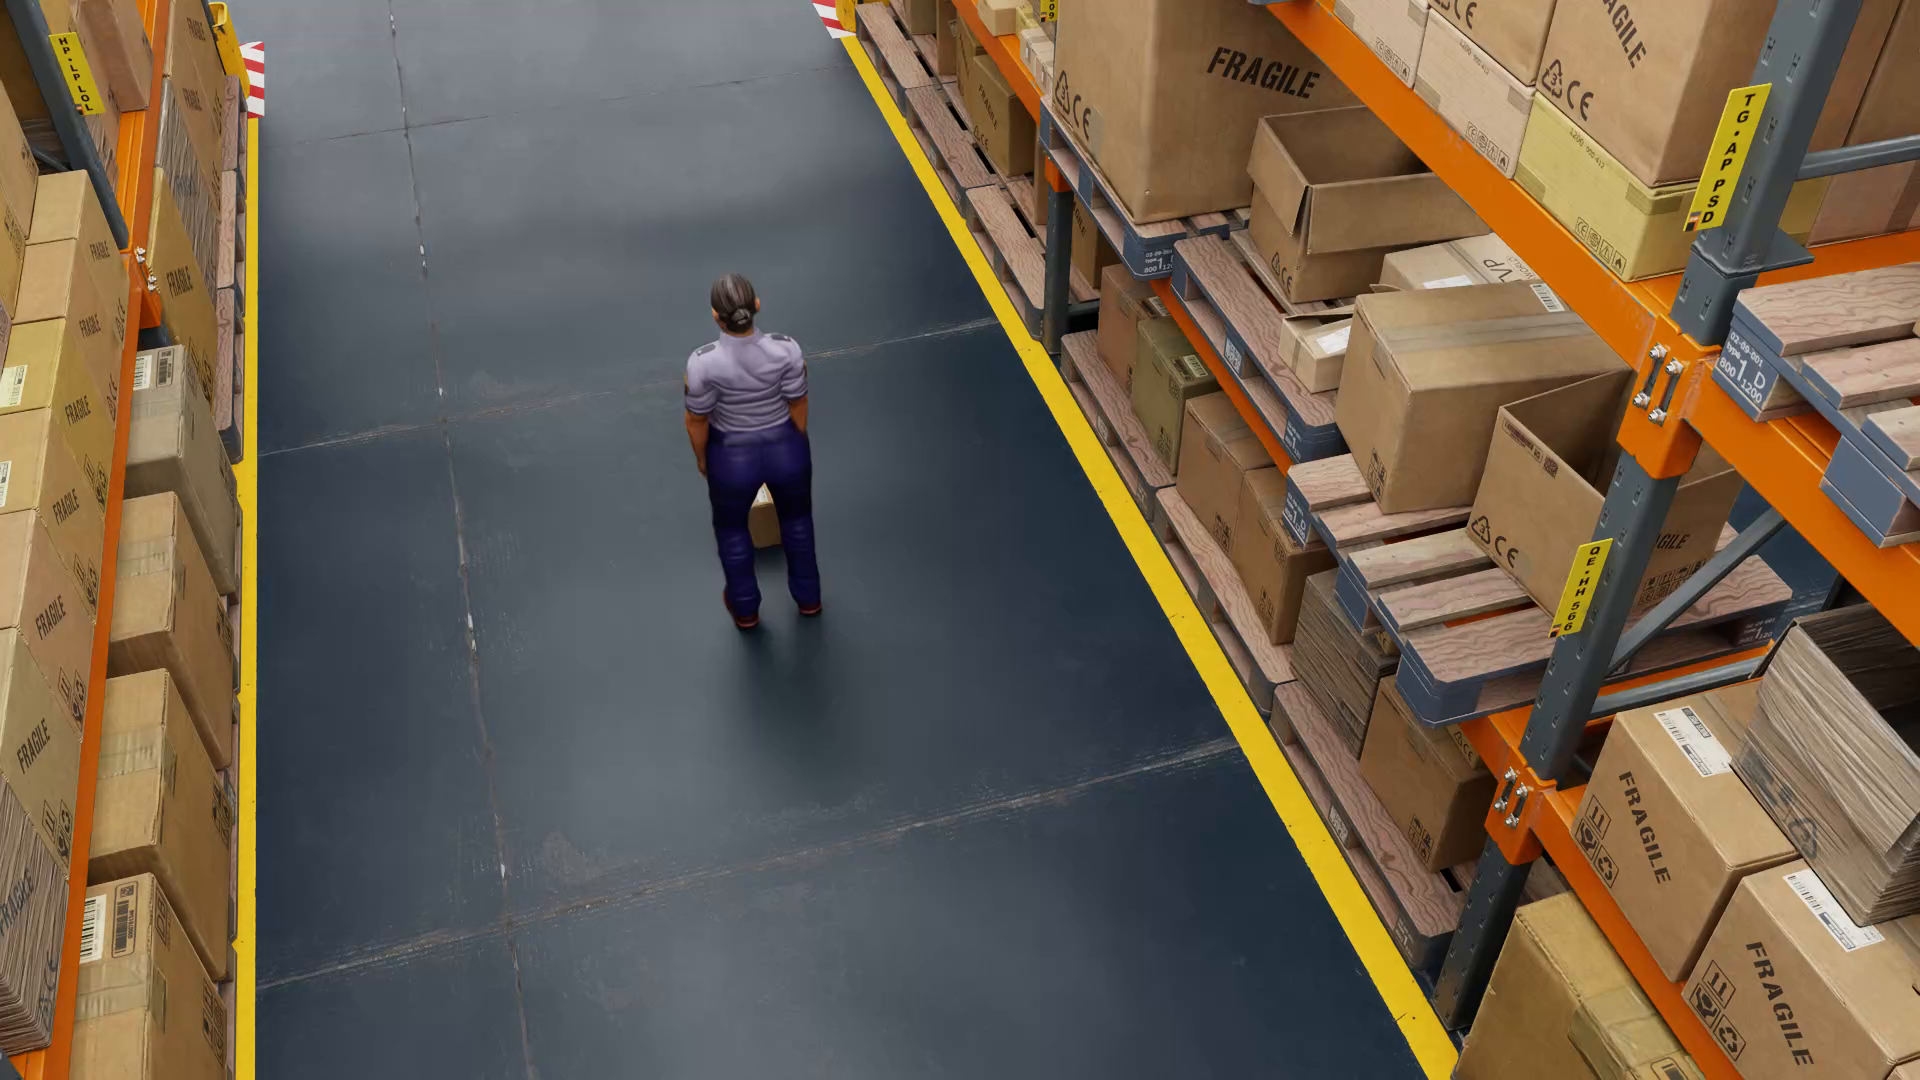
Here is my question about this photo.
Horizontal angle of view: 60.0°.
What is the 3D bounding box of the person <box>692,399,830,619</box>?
[{"bbox_3d":[-0.850,-0.125,7.000,0.487,0.753,0.801,-13,44,-14],"label":"person"}]
